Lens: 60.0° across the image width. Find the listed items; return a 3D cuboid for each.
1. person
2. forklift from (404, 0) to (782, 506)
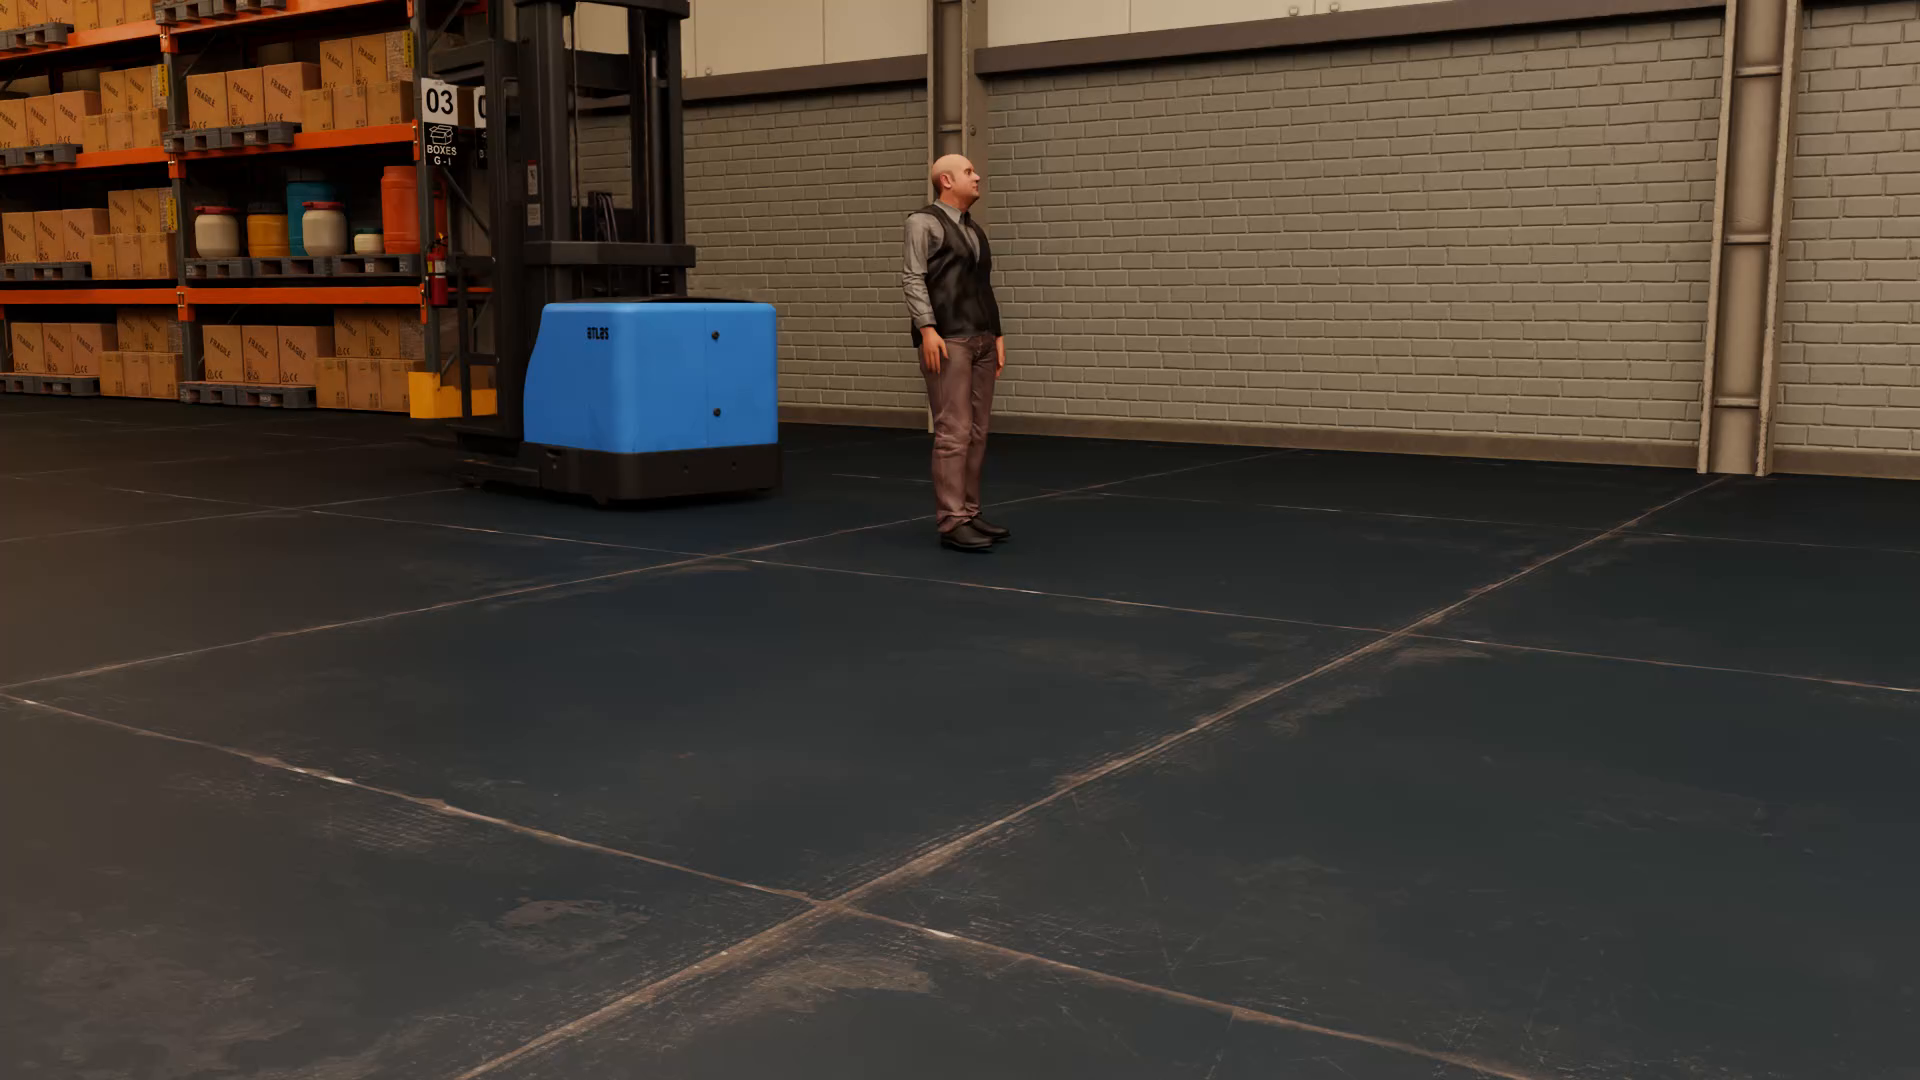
[{"bbox_3d":[0.048,-0.853,7.441,0.566,1.722,0.633,5,10,34],"label":"person"},{"bbox_3d":[-2.350,-1.786,9.753,1.130,2.935,3.031,-7,11,-42],"label":"forklift"}]
